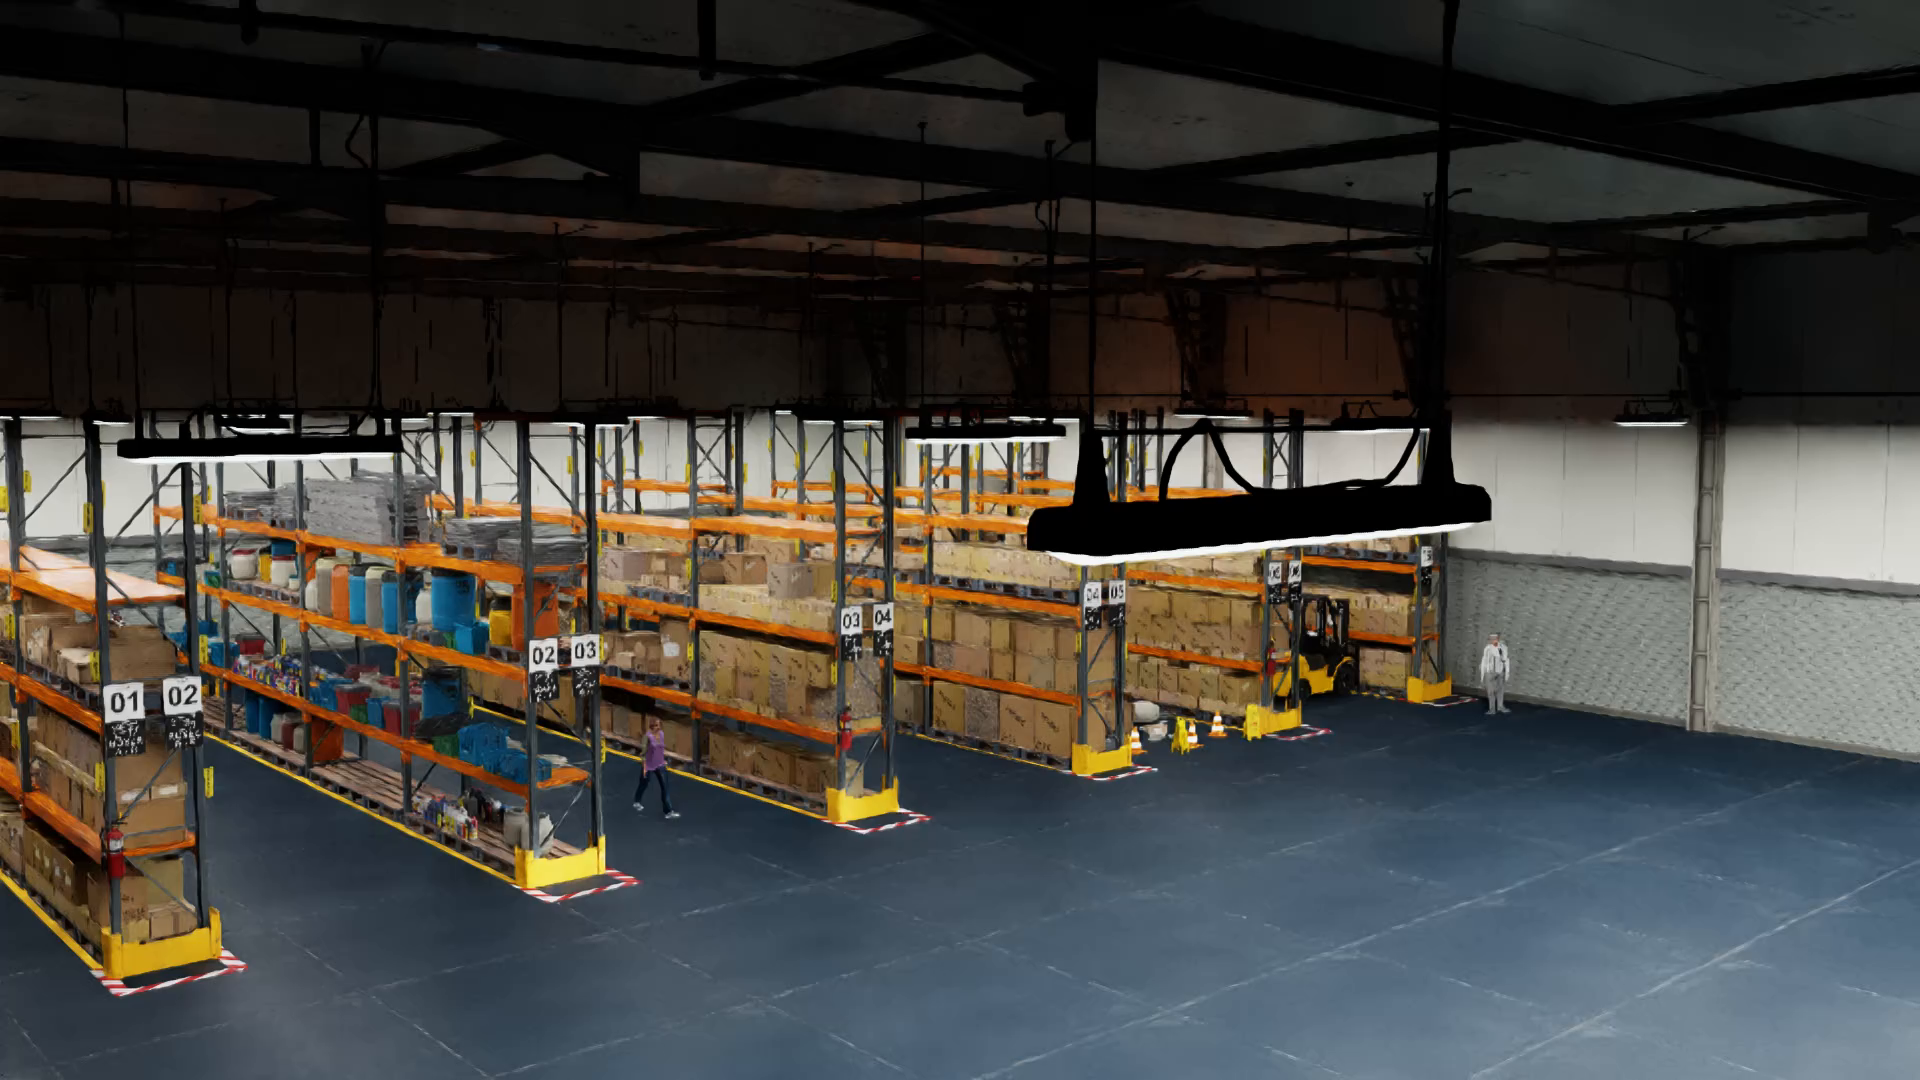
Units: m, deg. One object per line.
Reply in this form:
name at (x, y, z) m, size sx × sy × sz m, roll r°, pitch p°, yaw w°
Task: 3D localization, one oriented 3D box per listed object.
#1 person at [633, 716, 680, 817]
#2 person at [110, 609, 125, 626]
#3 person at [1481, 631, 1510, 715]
person at (-4.602, 3.427, 24.920) m, size 0.417 × 1.407 × 1.037 m, roll -4°, pitch 6°, yaw -39°
person at (-18.644, 2.296, 36.720) m, size 0.812 × 1.609 × 0.617 m, roll 3°, pitch 6°, yaw 30°
person at (10.623, 2.618, 32.956) m, size 0.570 × 1.667 × 0.508 m, roll 2°, pitch 5°, yaw 22°
